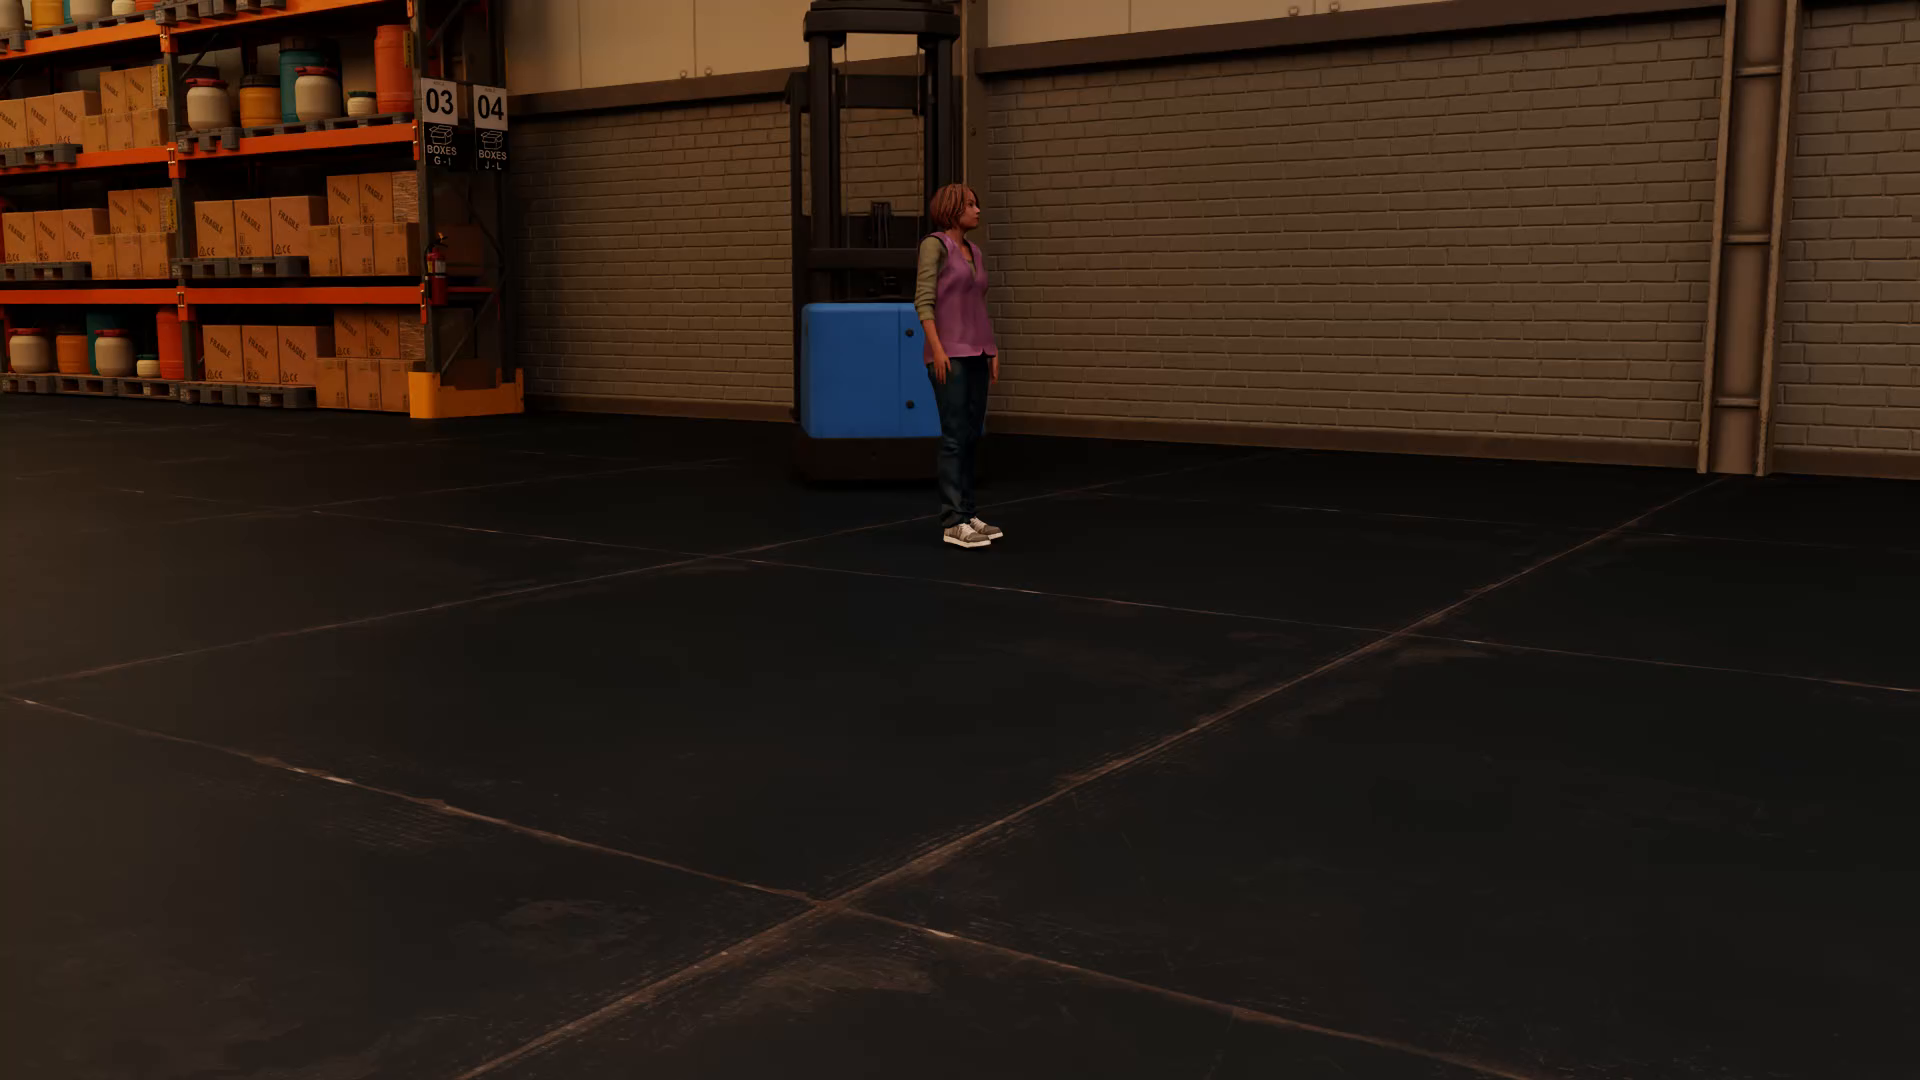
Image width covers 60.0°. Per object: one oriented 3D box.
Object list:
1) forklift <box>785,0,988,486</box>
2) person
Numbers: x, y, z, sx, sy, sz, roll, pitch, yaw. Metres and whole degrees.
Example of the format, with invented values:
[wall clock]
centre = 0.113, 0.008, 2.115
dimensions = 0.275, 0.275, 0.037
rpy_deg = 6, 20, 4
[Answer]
[forklift]
centre = -0.562, -1.940, 10.835
dimensions = 1.130, 2.935, 3.031
rpy_deg = -1, 8, -8
[person]
centre = 0.054, -0.790, 7.438
dimensions = 0.473, 1.599, 0.521
rpy_deg = 5, 10, 34
